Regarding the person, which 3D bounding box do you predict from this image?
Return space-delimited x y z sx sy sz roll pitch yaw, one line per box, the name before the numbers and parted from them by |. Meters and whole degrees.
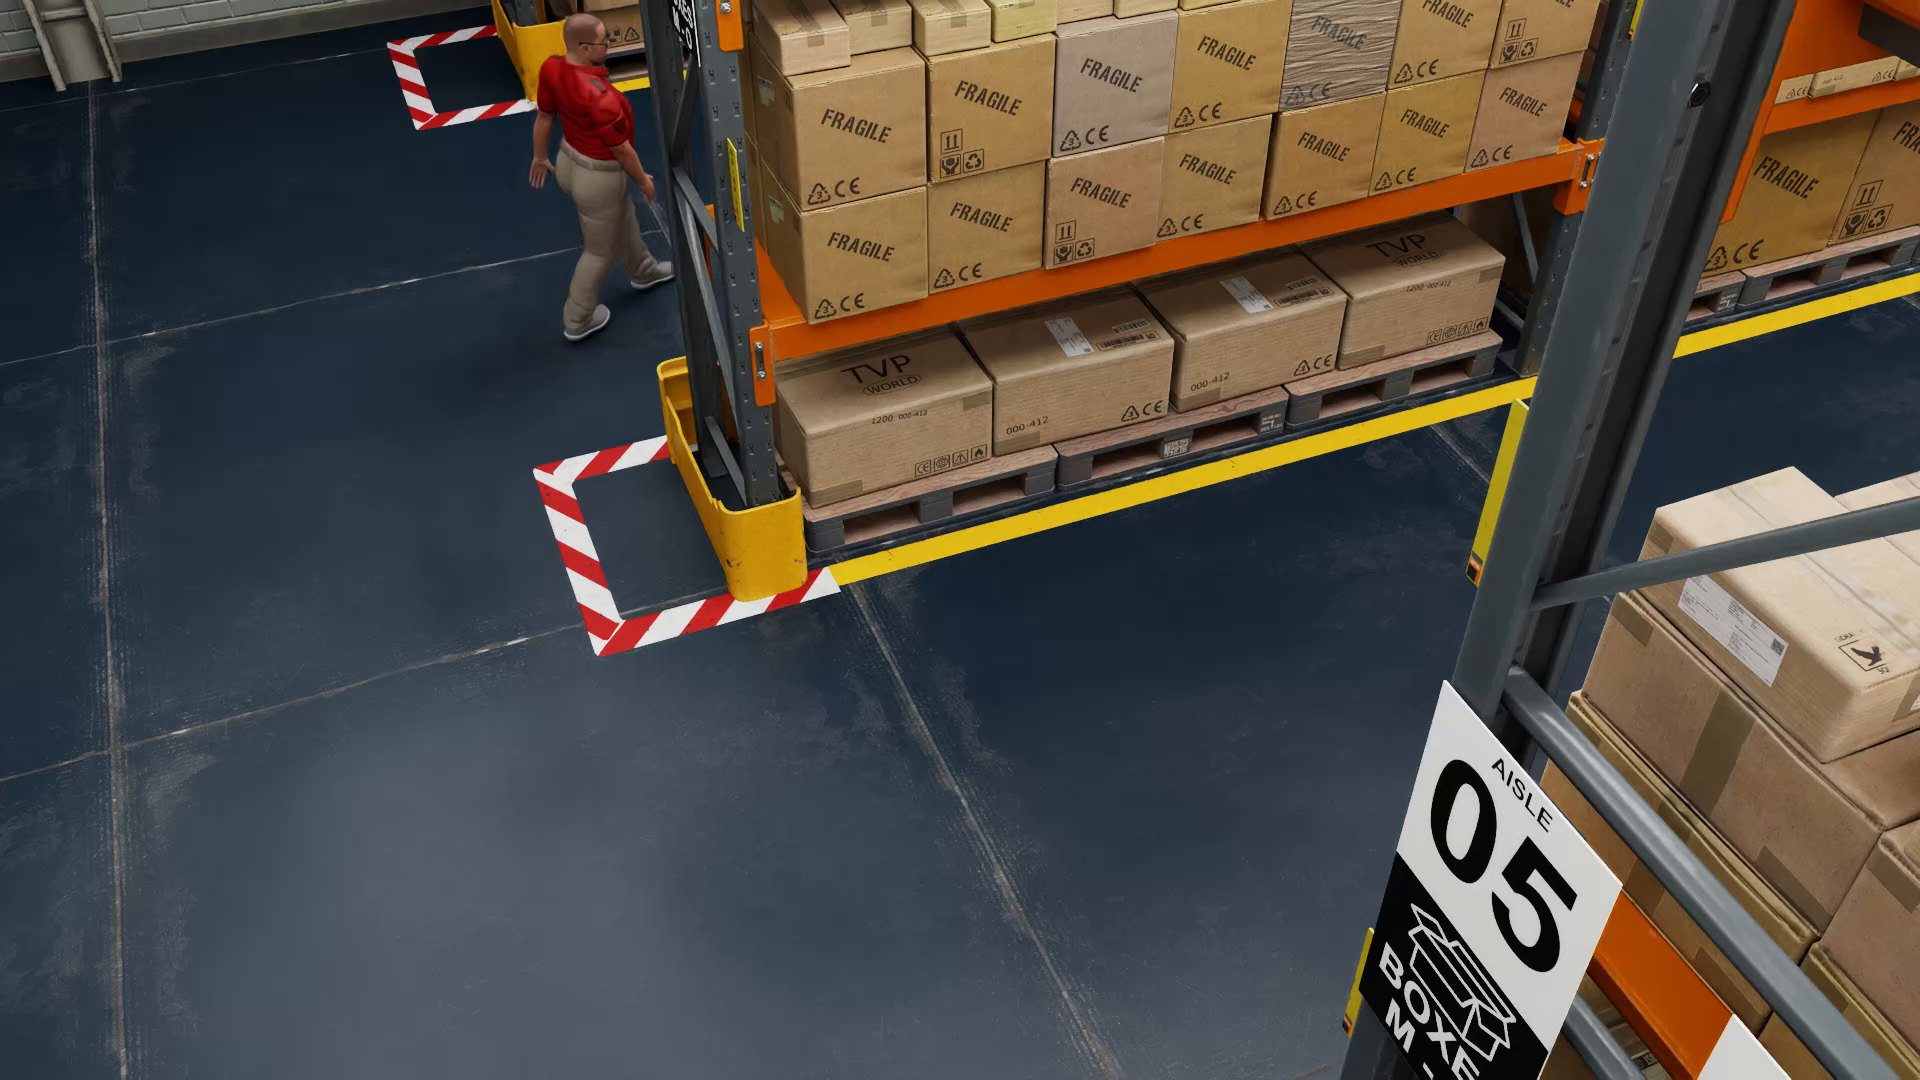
person | -1.733 -1.842 8.244 0.829 1.696 0.641 -30 49 -29
